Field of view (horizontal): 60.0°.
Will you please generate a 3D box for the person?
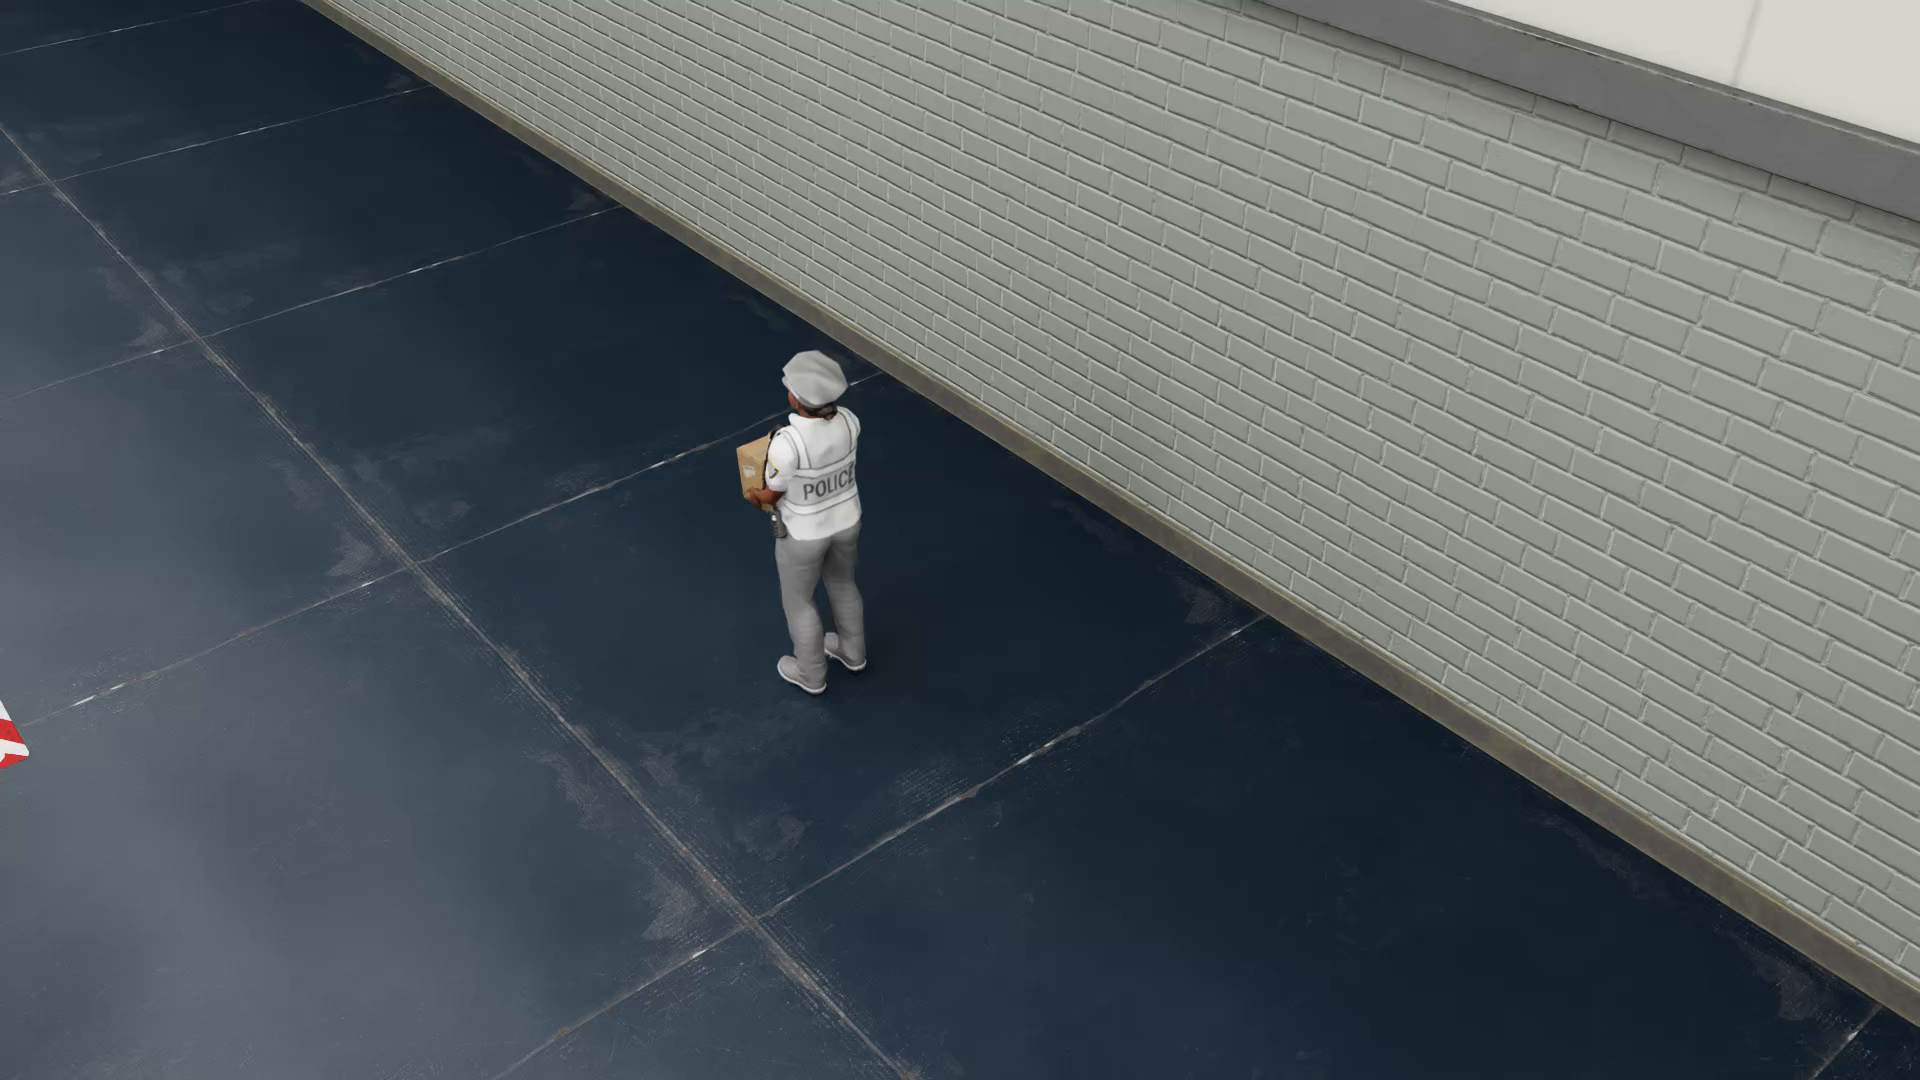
[{"bbox_3d":[-0.667,-0.100,7.183,0.455,1.697,0.530,-27,44,-31],"label":"person"}]
